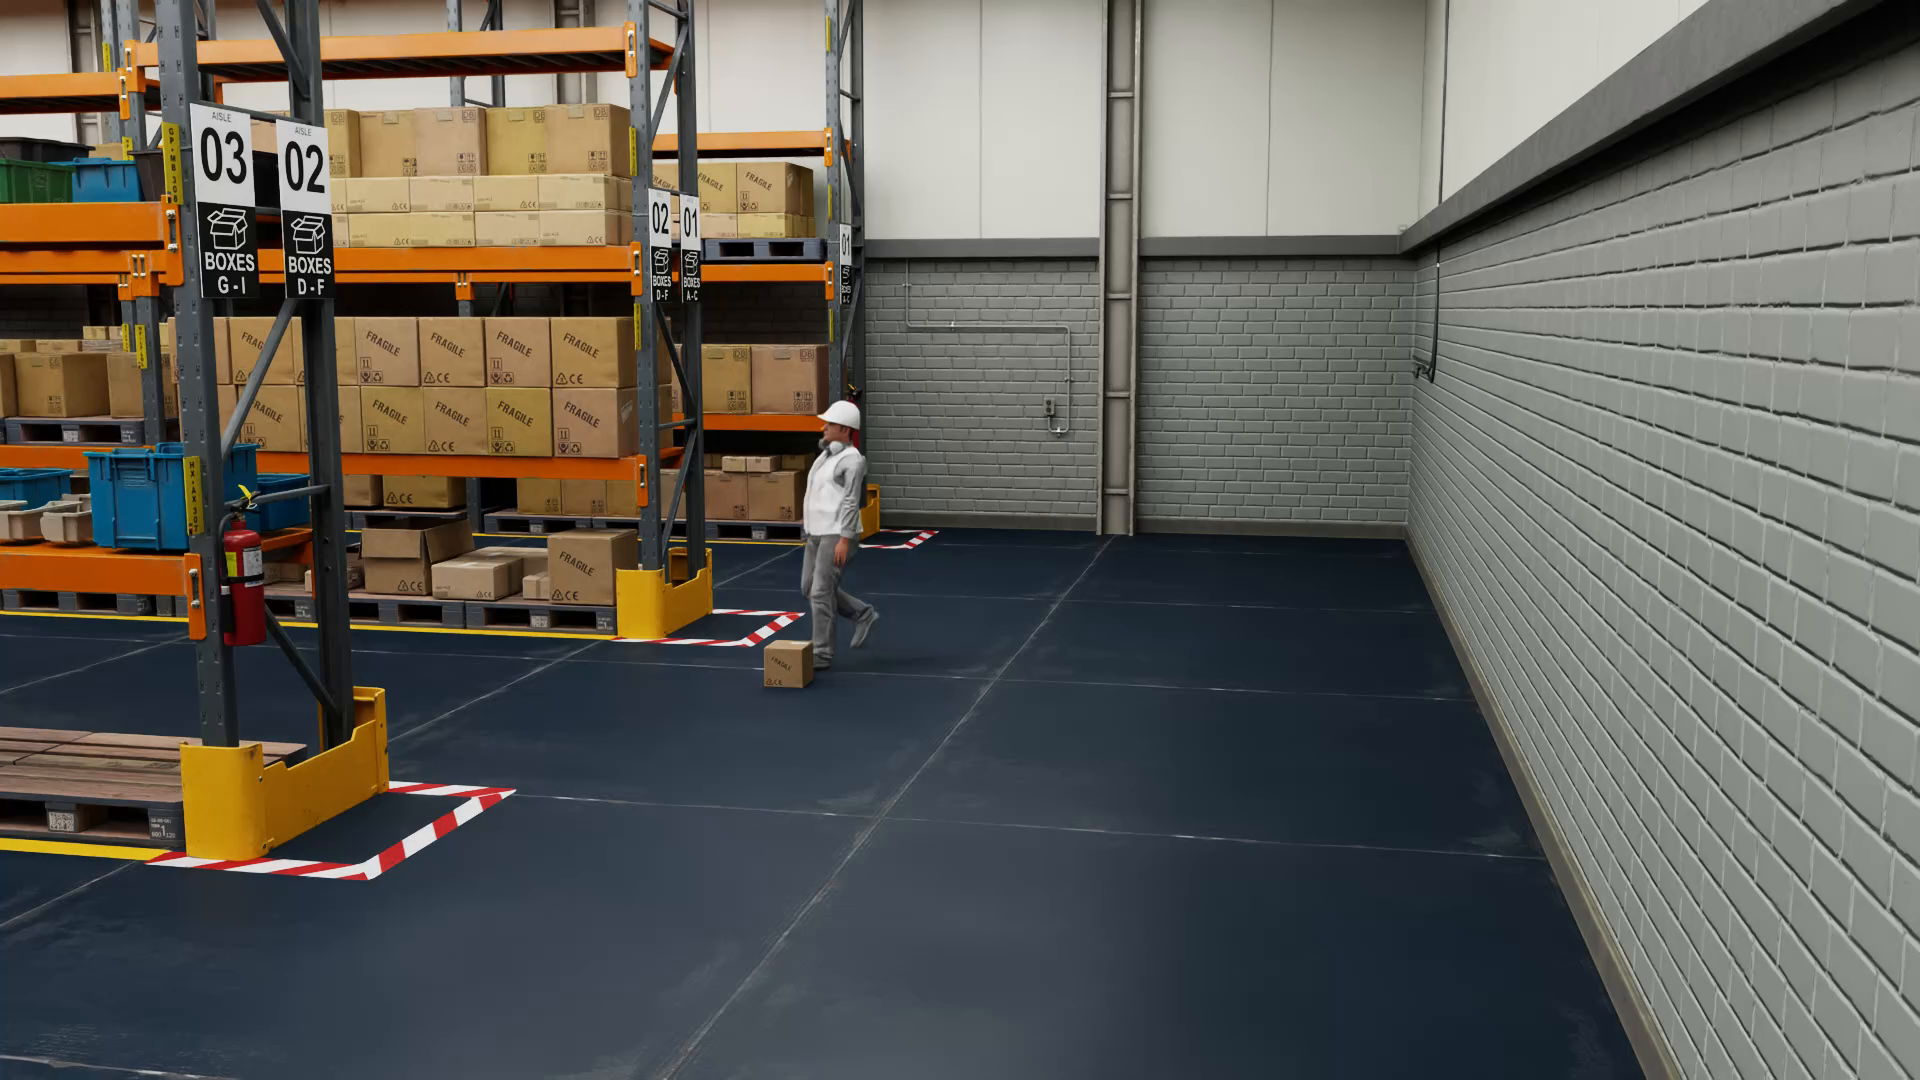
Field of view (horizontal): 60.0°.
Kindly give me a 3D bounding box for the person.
[{"bbox_3d":[-0.830,-0.040,10.993,0.733,1.758,0.554,-4,9,-27],"label":"person"}]
